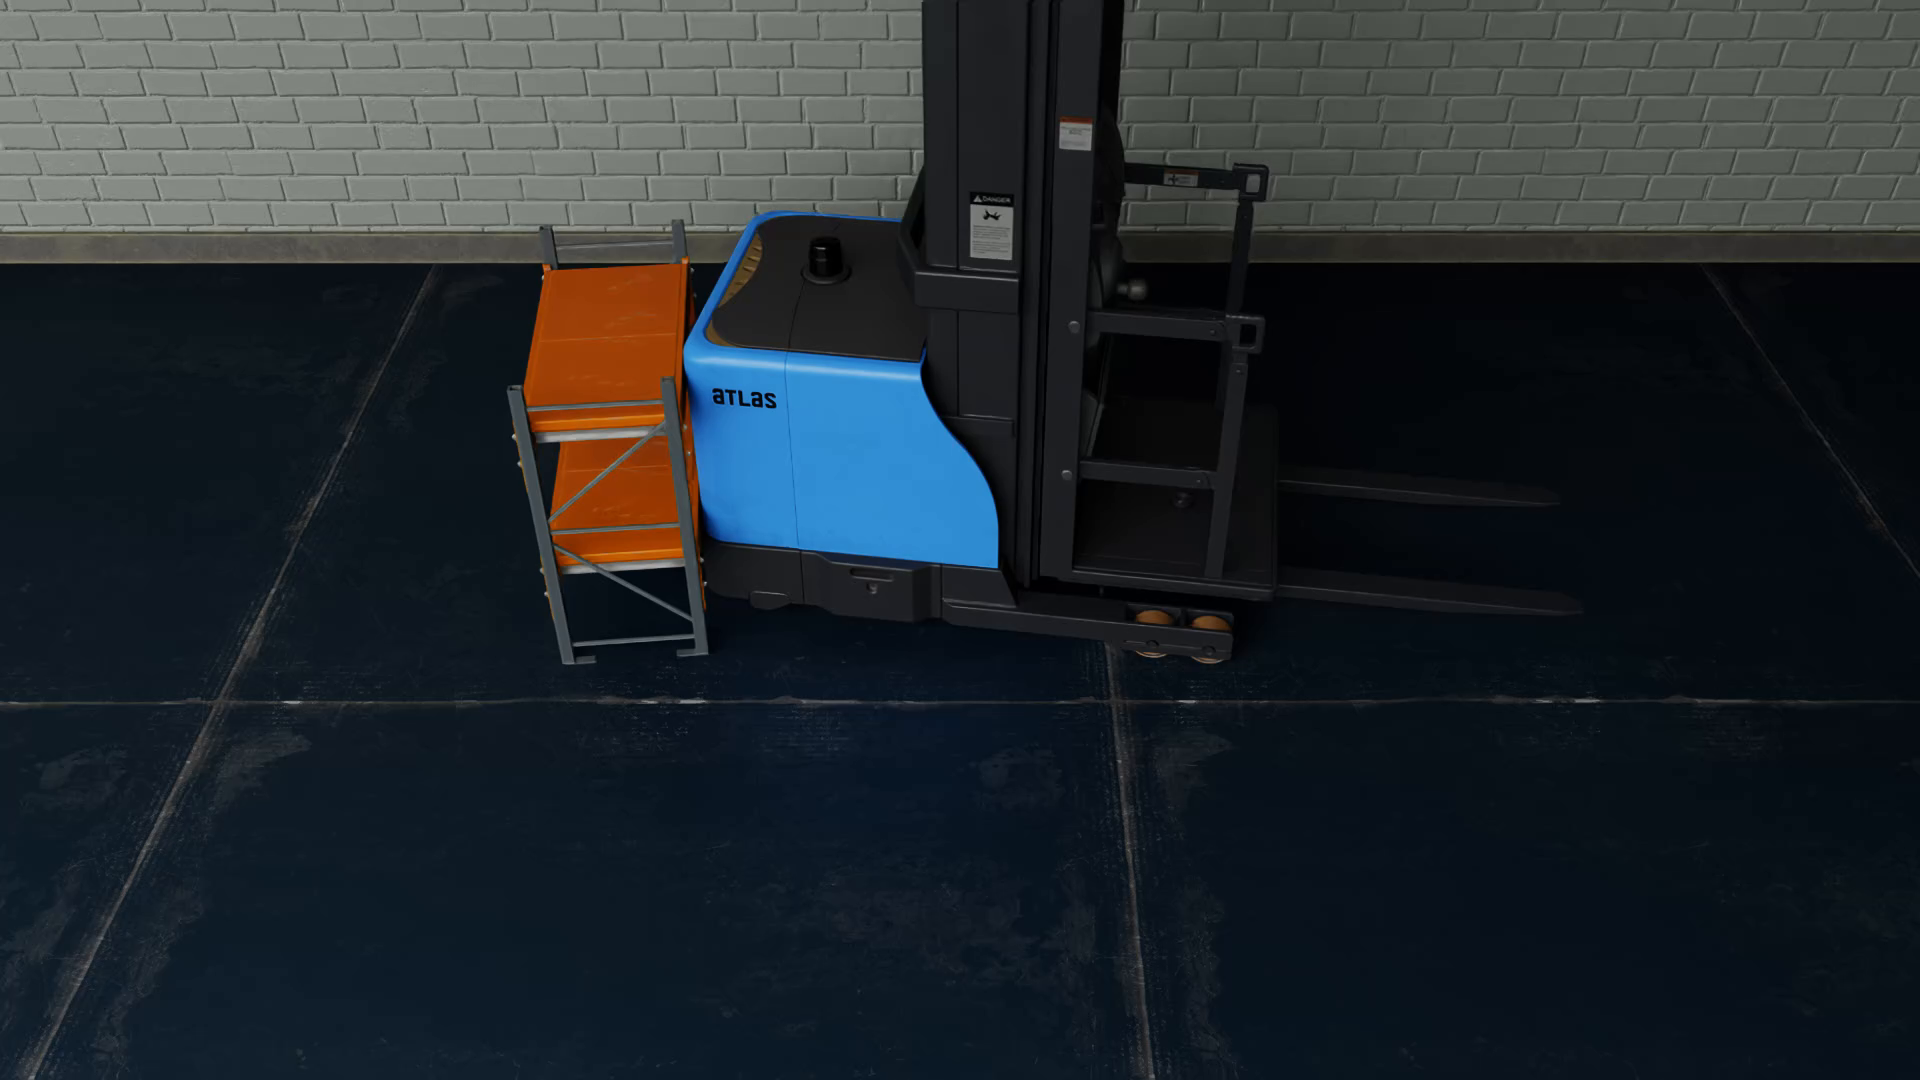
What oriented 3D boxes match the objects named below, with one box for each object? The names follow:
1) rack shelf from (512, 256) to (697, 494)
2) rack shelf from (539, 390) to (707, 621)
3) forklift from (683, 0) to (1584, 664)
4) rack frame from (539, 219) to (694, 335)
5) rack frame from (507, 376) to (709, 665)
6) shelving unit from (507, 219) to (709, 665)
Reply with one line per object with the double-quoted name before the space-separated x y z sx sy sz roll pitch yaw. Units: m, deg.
"rack shelf" -1.170 -0.580 5.606 0.538 0.278 1.000 -4 39 -5
"rack shelf" -1.170 -0.161 5.942 0.538 0.278 1.000 -4 39 -5
"forklift" 0.654 -1.077 5.250 3.031 2.935 1.130 5 39 7
"rack frame" -1.222 -0.668 6.184 0.500 1.125 0.032 -4 39 -5
"rack frame" -1.118 -0.035 5.394 0.500 1.125 0.032 -4 39 -5
"shelving unit" -1.170 -0.351 5.789 0.538 1.125 1.048 -4 39 -5
